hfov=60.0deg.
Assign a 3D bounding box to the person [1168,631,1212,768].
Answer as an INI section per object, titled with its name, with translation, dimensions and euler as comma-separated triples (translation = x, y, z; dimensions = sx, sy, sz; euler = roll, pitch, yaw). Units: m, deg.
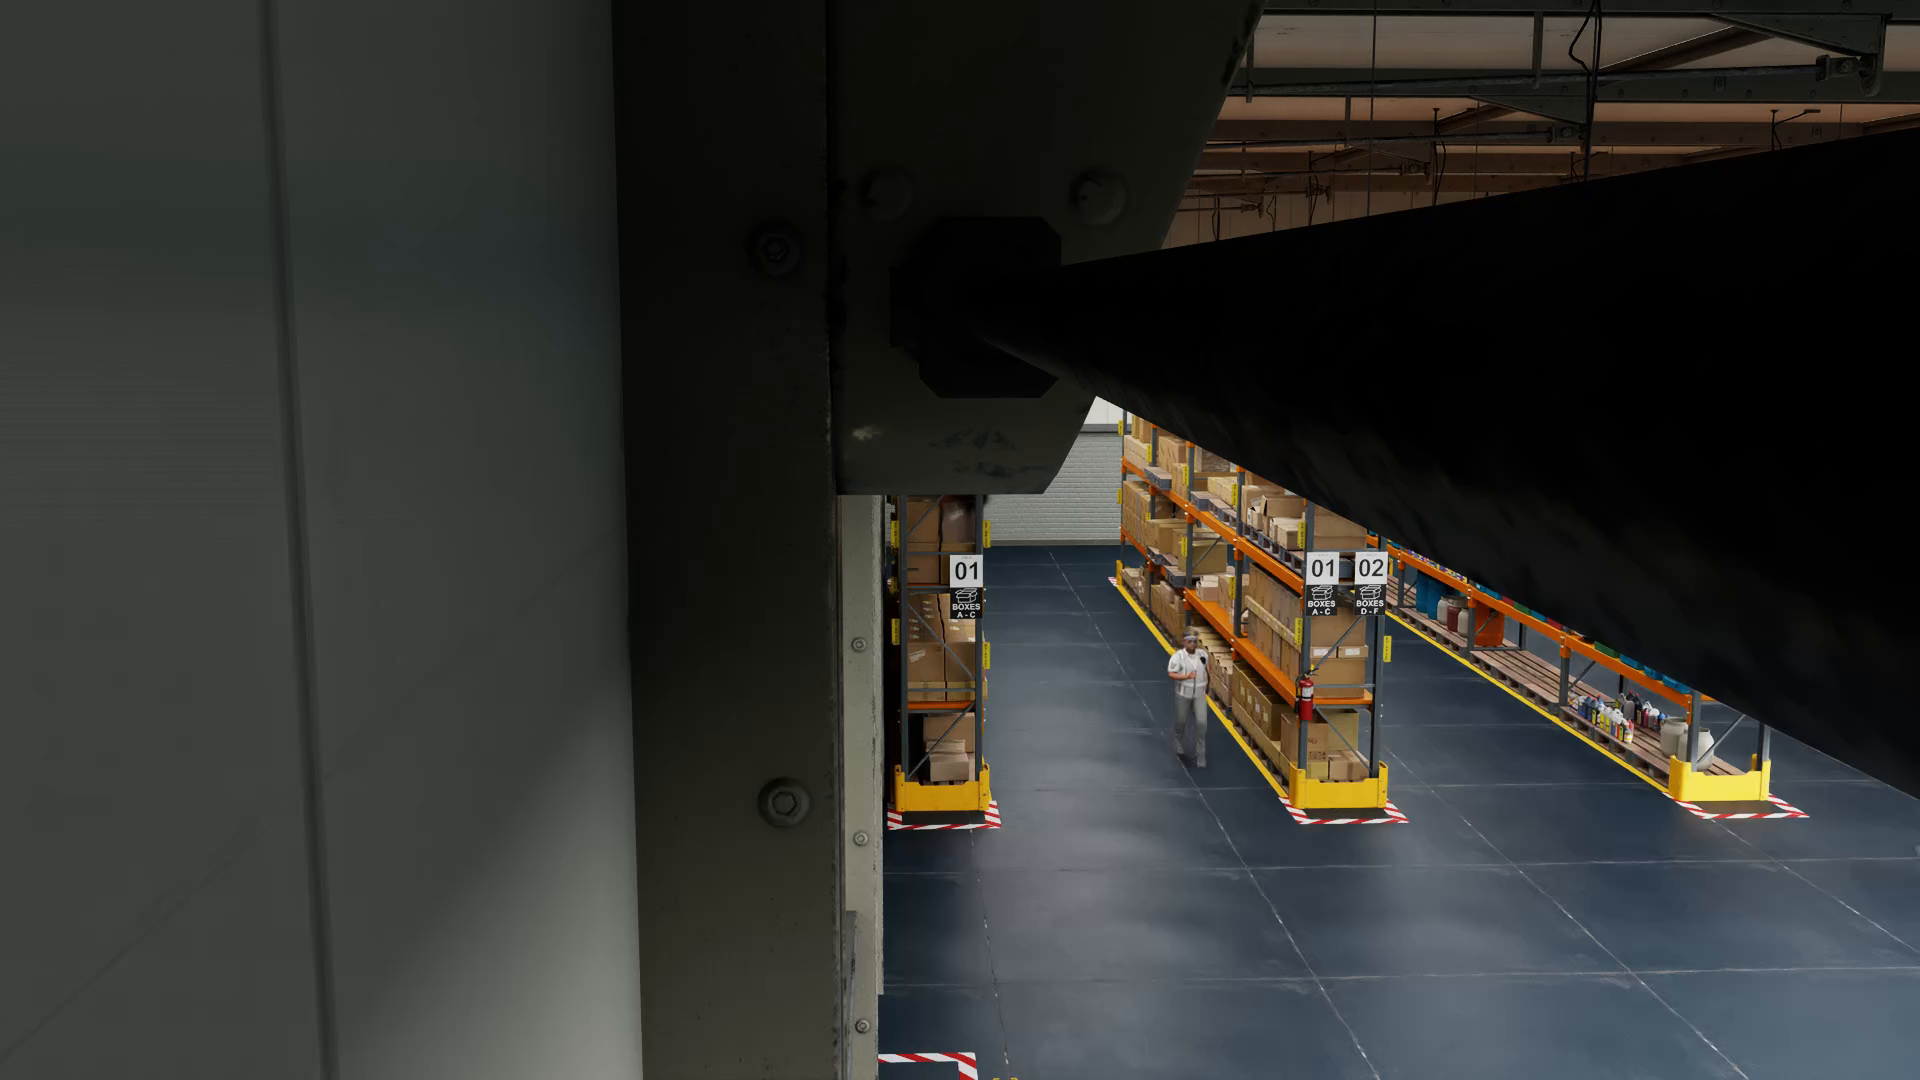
[person]
translation = 3.136, 2.123, 22.660
dimensions = 0.642, 1.830, 0.845
euler = -1, 8, -5
